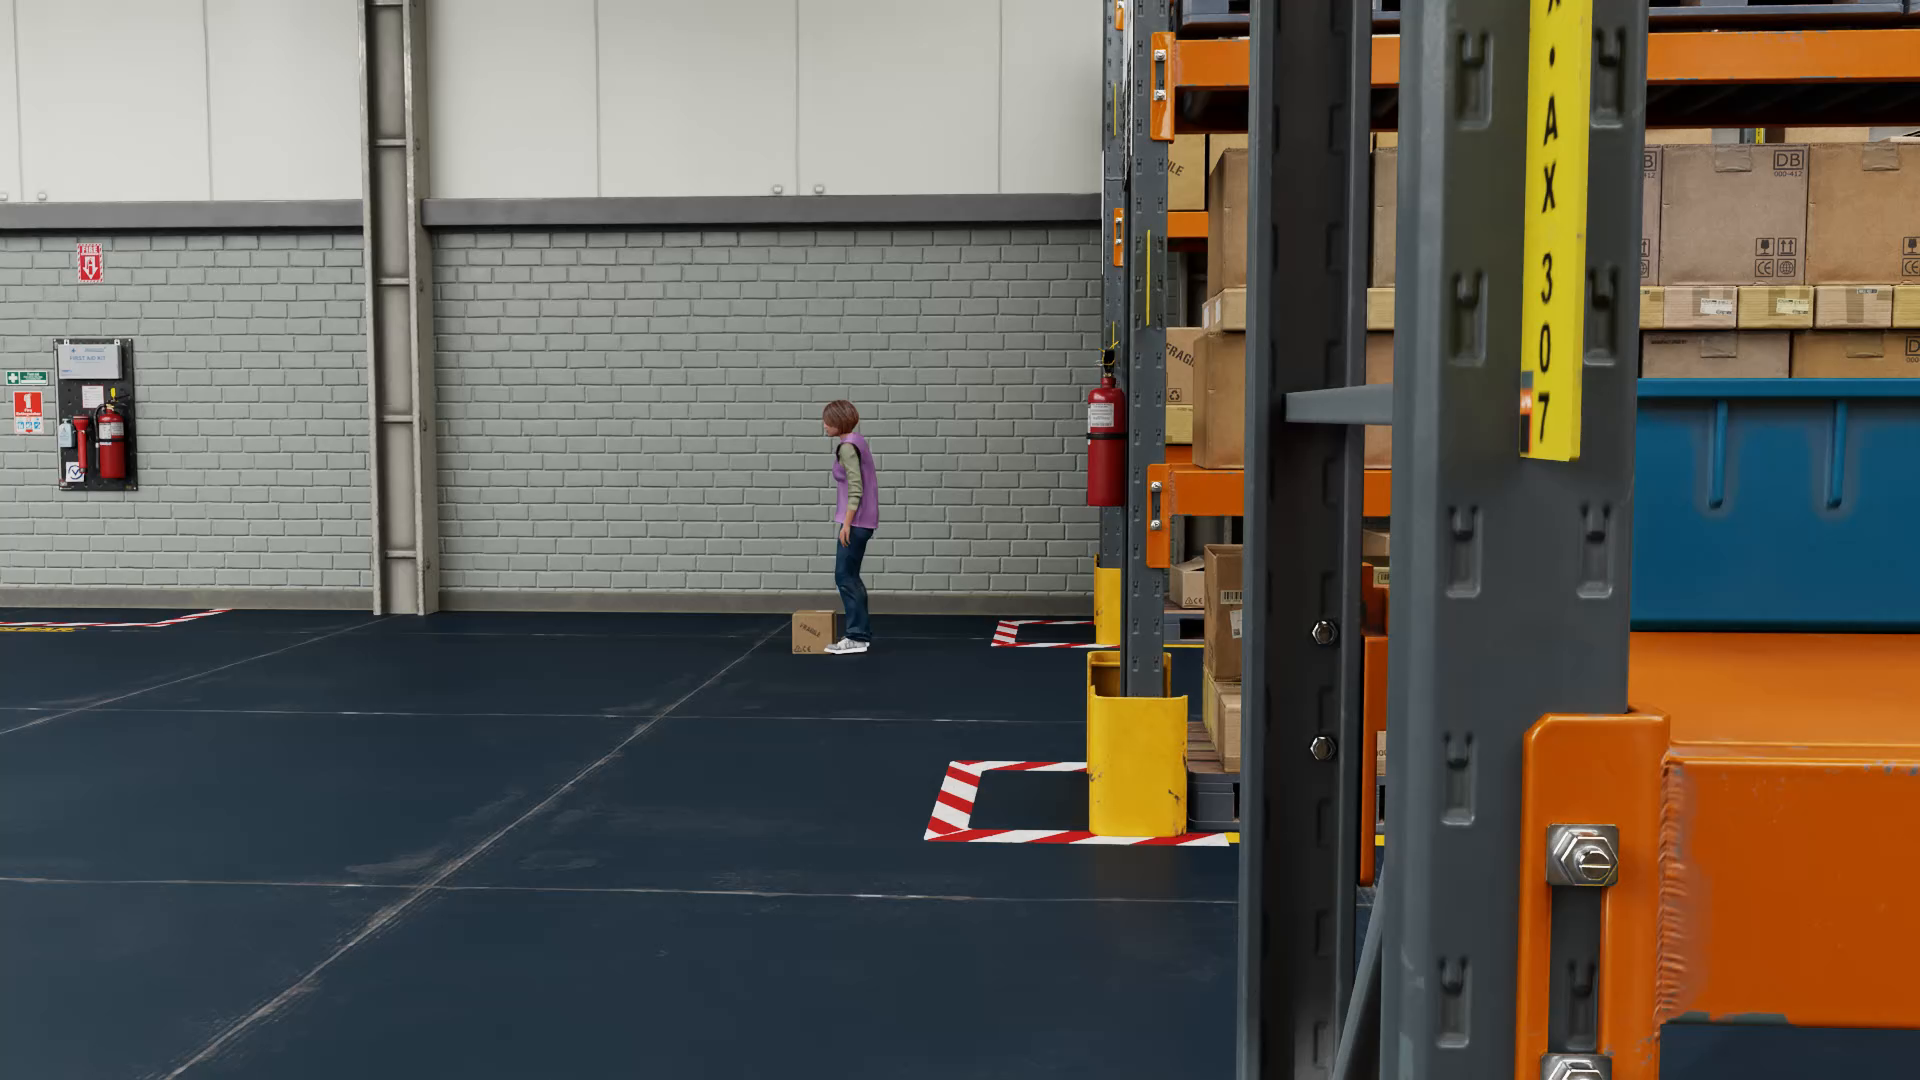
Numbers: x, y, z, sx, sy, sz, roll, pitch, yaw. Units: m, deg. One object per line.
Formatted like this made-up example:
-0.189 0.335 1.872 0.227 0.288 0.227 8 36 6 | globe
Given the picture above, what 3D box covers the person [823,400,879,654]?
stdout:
-0.685 -0.085 10.501 0.347 1.591 0.483 0 4 0 | person
